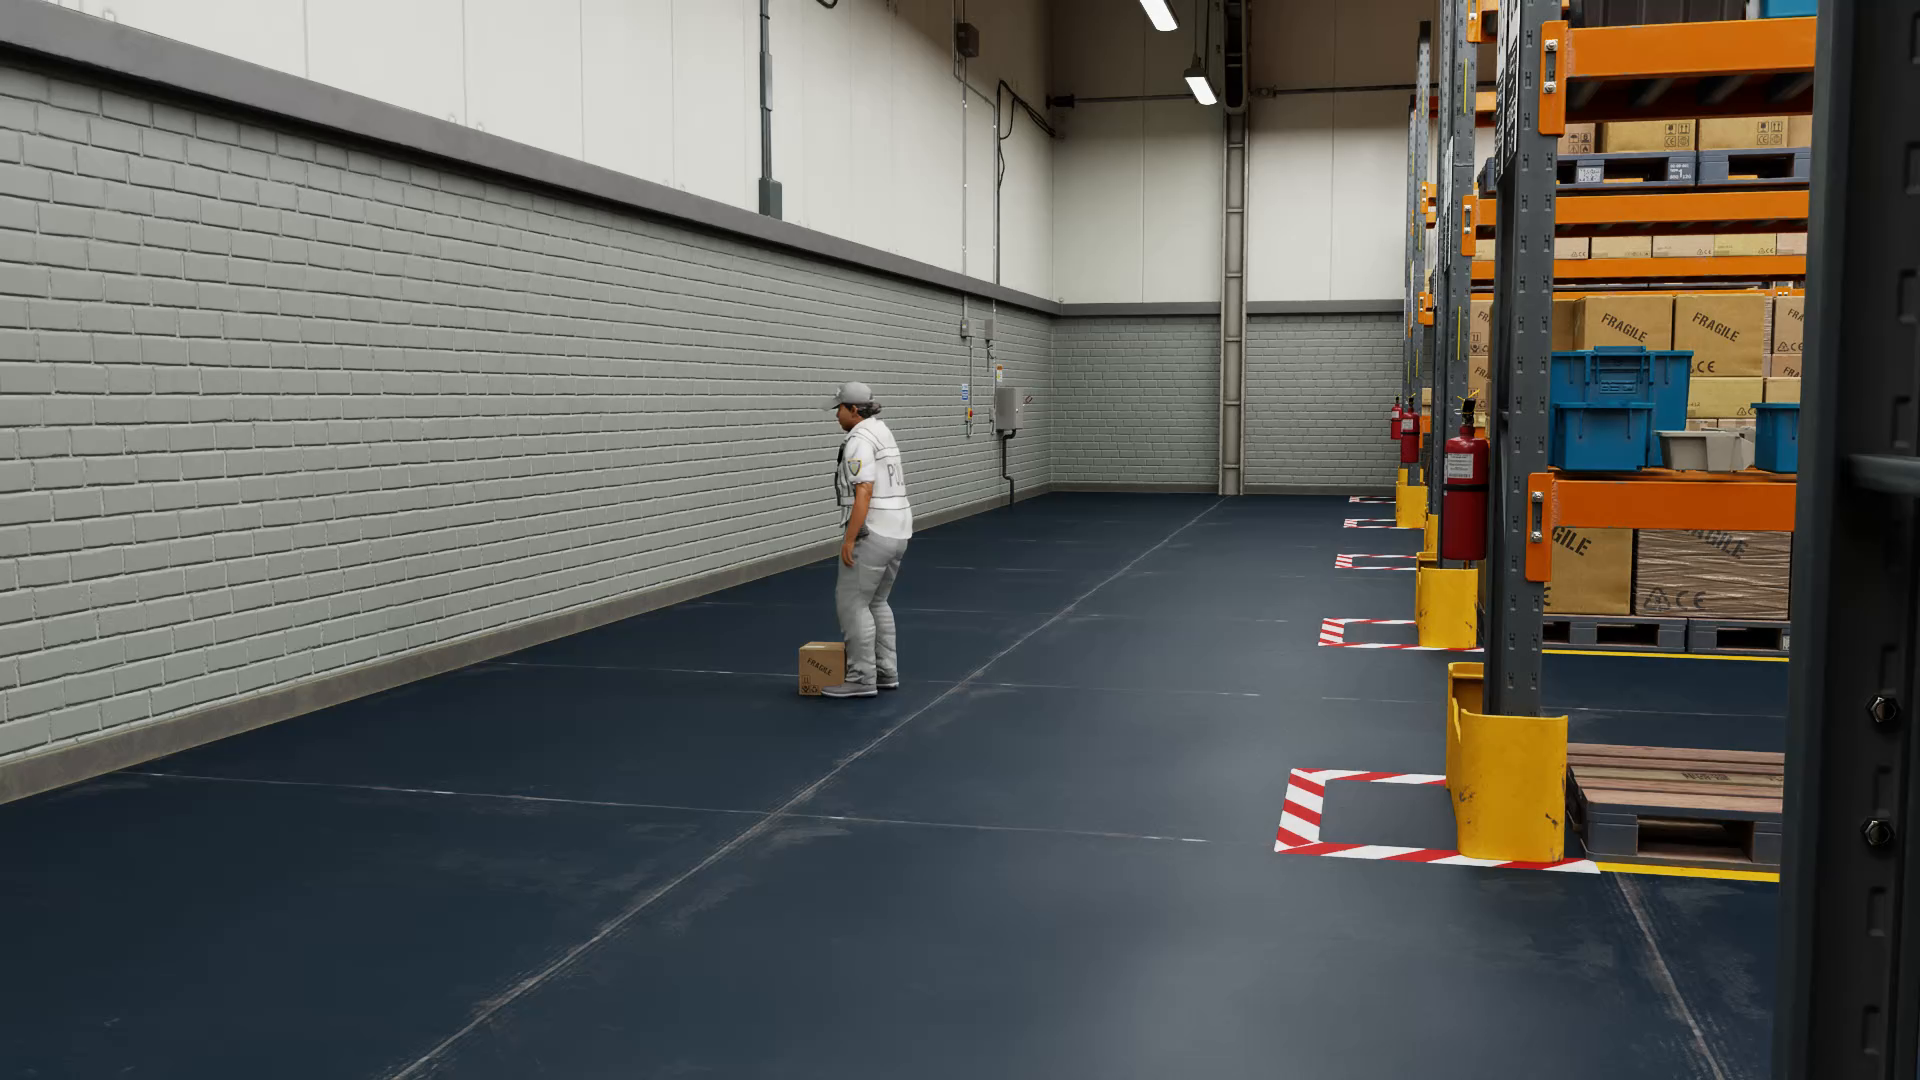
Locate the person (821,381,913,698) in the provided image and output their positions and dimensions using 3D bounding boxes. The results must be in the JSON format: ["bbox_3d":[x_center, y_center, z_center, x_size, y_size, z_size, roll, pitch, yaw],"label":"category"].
[{"bbox_3d":[-0.499,-0.009,8.844,0.465,1.666,0.538,1,5,14],"label":"person"}]
